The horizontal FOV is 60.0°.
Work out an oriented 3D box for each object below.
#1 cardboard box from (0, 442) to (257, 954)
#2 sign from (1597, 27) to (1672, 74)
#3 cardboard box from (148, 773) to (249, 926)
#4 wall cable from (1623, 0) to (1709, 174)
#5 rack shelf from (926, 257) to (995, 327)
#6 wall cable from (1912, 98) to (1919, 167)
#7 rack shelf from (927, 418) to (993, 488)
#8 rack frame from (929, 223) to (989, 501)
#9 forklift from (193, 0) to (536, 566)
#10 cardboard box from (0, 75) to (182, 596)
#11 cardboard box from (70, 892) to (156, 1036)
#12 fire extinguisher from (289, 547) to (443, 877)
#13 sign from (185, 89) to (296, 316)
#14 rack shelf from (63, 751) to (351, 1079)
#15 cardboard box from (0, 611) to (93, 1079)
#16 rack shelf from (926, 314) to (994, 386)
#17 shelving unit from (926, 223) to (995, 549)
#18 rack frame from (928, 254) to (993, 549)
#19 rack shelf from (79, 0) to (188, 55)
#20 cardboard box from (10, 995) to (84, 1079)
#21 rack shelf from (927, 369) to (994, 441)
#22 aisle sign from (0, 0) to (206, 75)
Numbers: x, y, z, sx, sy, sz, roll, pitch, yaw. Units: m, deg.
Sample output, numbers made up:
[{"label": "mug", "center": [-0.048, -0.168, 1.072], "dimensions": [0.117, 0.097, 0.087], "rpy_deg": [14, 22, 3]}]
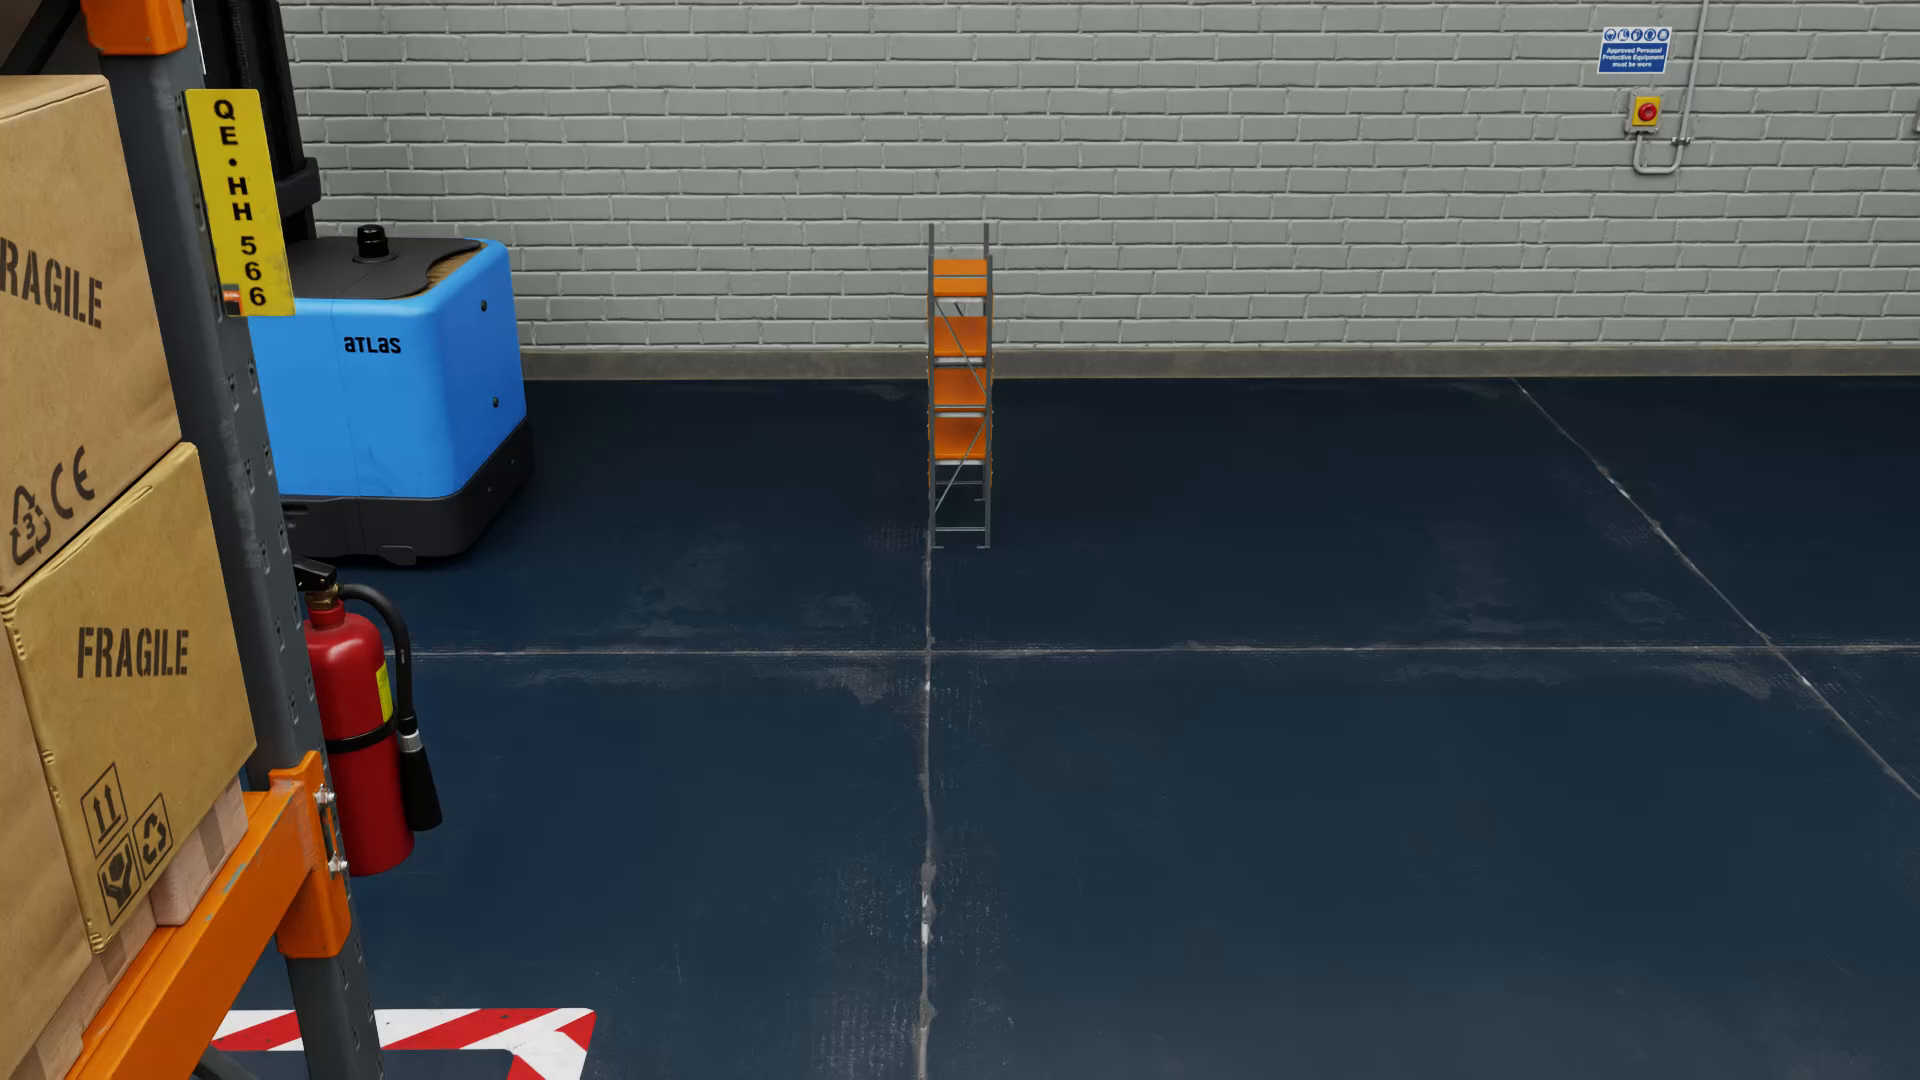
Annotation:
[{"label": "cardboard box", "center": [-1.319, 0.191, 2.206], "dimensions": [0.500, 0.500, 0.500], "rpy_deg": [0, 24, 1]}, {"label": "sign", "center": [3.233, -2.348, 7.973], "dimensions": [0.327, 0.218, 0.001], "rpy_deg": [0, 24, -1]}, {"label": "cardboard box", "center": [-1.296, 0.435, 2.452], "dimensions": [0.380, 0.149, 0.250], "rpy_deg": [0, 24, 0]}, {"label": "wall cable", "center": [3.282, -2.677, 7.757], "dimensions": [0.585, 1.953, 0.123], "rpy_deg": [0, 24, -1]}, {"label": "rack shelf", "center": [-0.002, -0.973, 6.492], "dimensions": [0.258, 0.148, 0.480], "rpy_deg": [0, 24, -1]}, {"label": "wall cable", "center": [4.700, -2.674, 7.788], "dimensions": [0.588, 1.984, 0.122], "rpy_deg": [0, 24, -1]}, {"label": "rack shelf", "center": [-0.002, -0.373, 6.763], "dimensions": [0.258, 0.148, 0.480], "rpy_deg": [0, 24, -1]}, {"label": "rack frame", "center": [-0.004, -0.715, 6.876], "dimensions": [0.240, 1.200, 0.015], "rpy_deg": [0, 24, -1]}, {"label": "forklift", "center": [-3.400, -1.459, 6.420], "dimensions": [3.031, 2.935, 1.130], "rpy_deg": [2, 24, 4]}, {"label": "cardboard box", "center": [-1.328, -0.261, 1.992], "dimensions": [0.500, 0.500, 0.500], "rpy_deg": [-1, 24, -2]}, {"label": "cardboard box", "center": [-1.330, 0.538, 2.225], "dimensions": [0.380, 0.149, 0.250], "rpy_deg": [0, 24, -1]}, {"label": "fire extinguisher", "center": [-1.123, 0.287, 3.021], "dimensions": [0.296, 0.674, 0.183], "rpy_deg": [0, 24, -1]}, {"label": "sign", "center": [-1.027, -0.478, 2.378], "dimensions": [0.100, 0.325, 0.005], "rpy_deg": [0, 24, -1]}, {"label": "rack shelf", "center": [-1.560, 1.340, 1.021], "dimensions": [1.077, 0.370, 4.000], "rpy_deg": [0, 24, -1]}, {"label": "cardboard box", "center": [-1.319, 0.403, 1.737], "dimensions": [0.500, 0.500, 0.500], "rpy_deg": [-1, 24, -1]}, {"label": "rack shelf", "center": [-0.002, -0.757, 6.589], "dimensions": [0.258, 0.148, 0.480], "rpy_deg": [0, 24, -1]}, {"label": "shelving unit", "center": [-0.002, -0.615, 6.654], "dimensions": [0.258, 1.200, 0.503], "rpy_deg": [0, 24, -1]}, {"label": "rack frame", "center": [0.001, -0.514, 6.431], "dimensions": [0.240, 1.200, 0.015], "rpy_deg": [0, 24, -1]}, {"label": "rack shelf", "center": [-1.560, -0.027, 0.403], "dimensions": [1.077, 0.370, 4.000], "rpy_deg": [0, 24, -1]}, {"label": "cardboard box", "center": [-1.313, 0.641, 1.997], "dimensions": [0.380, 0.149, 0.250], "rpy_deg": [0, 24, -1]}, {"label": "rack shelf", "center": [-0.002, -0.554, 6.681], "dimensions": [0.258, 0.148, 0.480], "rpy_deg": [0, 24, -1]}, {"label": "aisle sign", "center": [-1.282, -1.028, 2.228], "dimensions": [0.394, 0.787, 0.004], "rpy_deg": [0, 24, -1]}]
